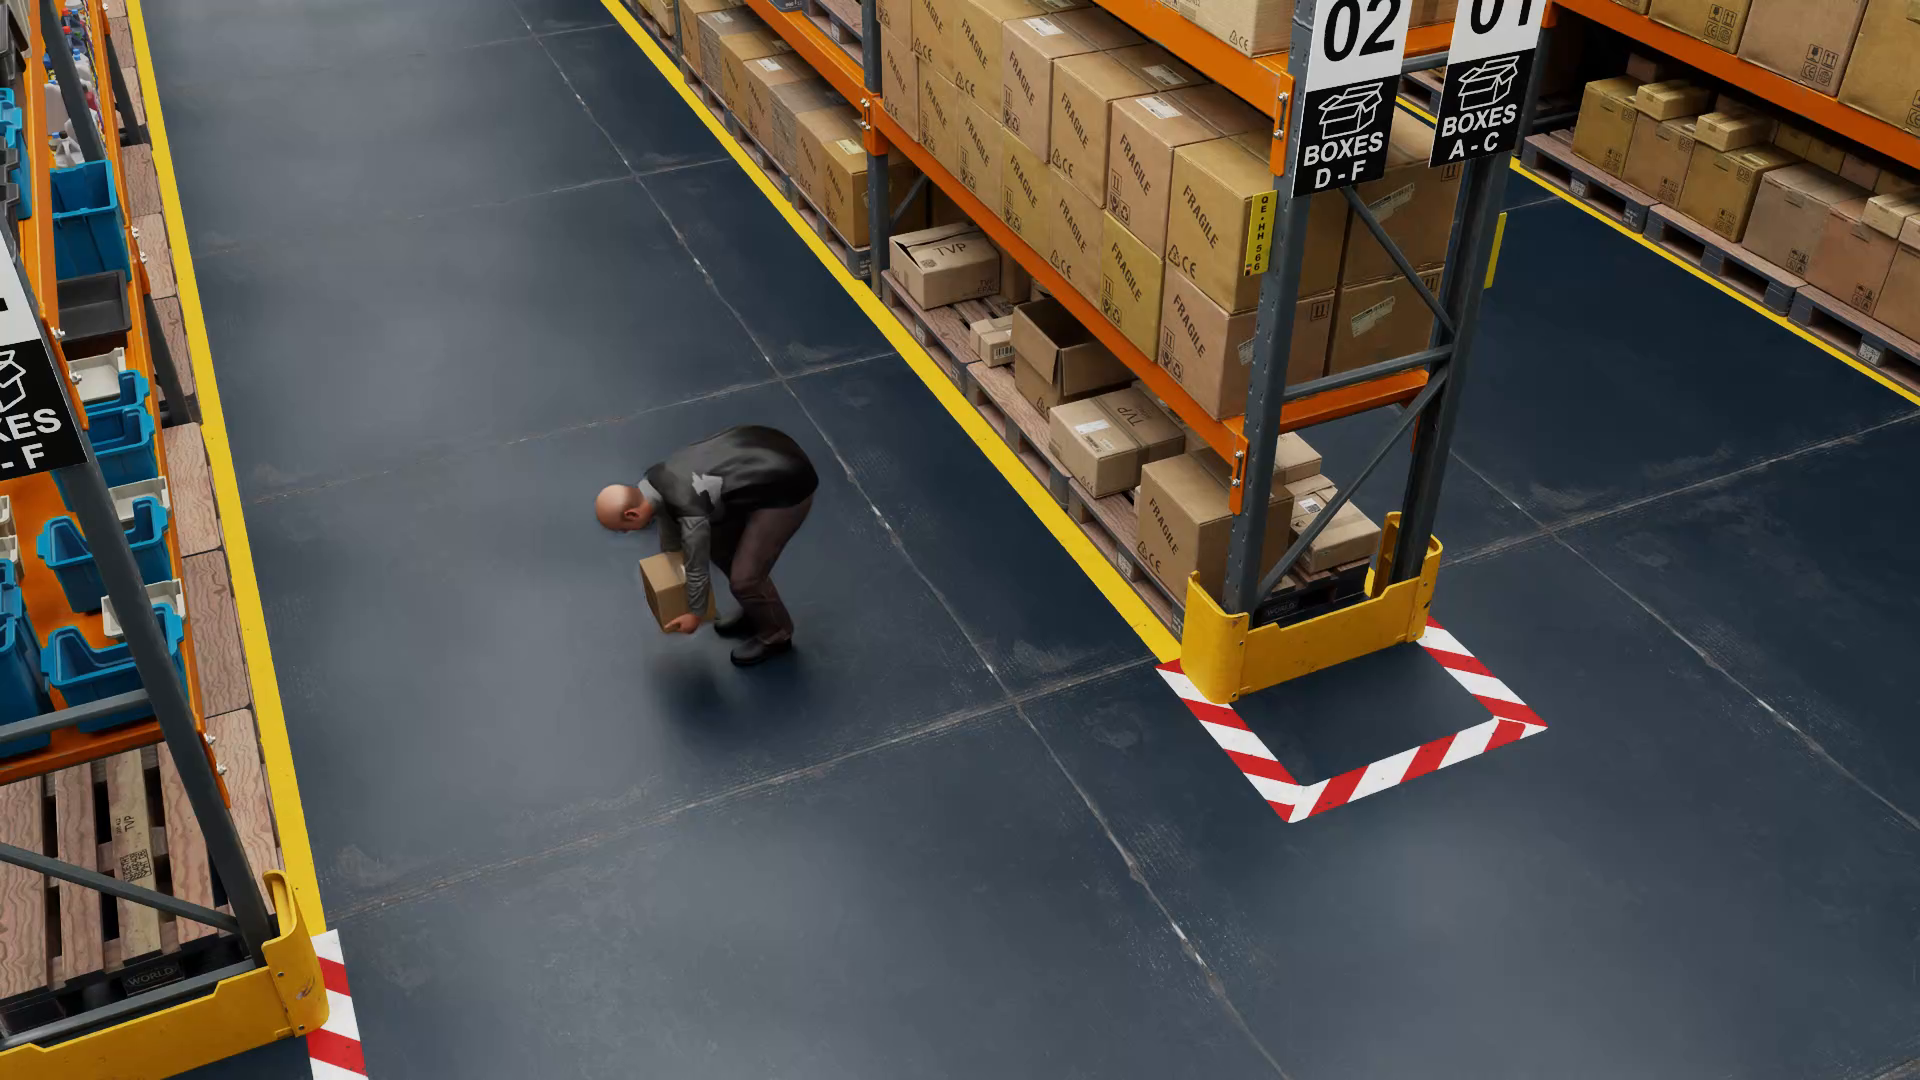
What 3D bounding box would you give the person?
[{"bbox_3d":[-1.087,0.060,7.308,0.960,1.107,0.462,-17,40,-21],"label":"person"}]
